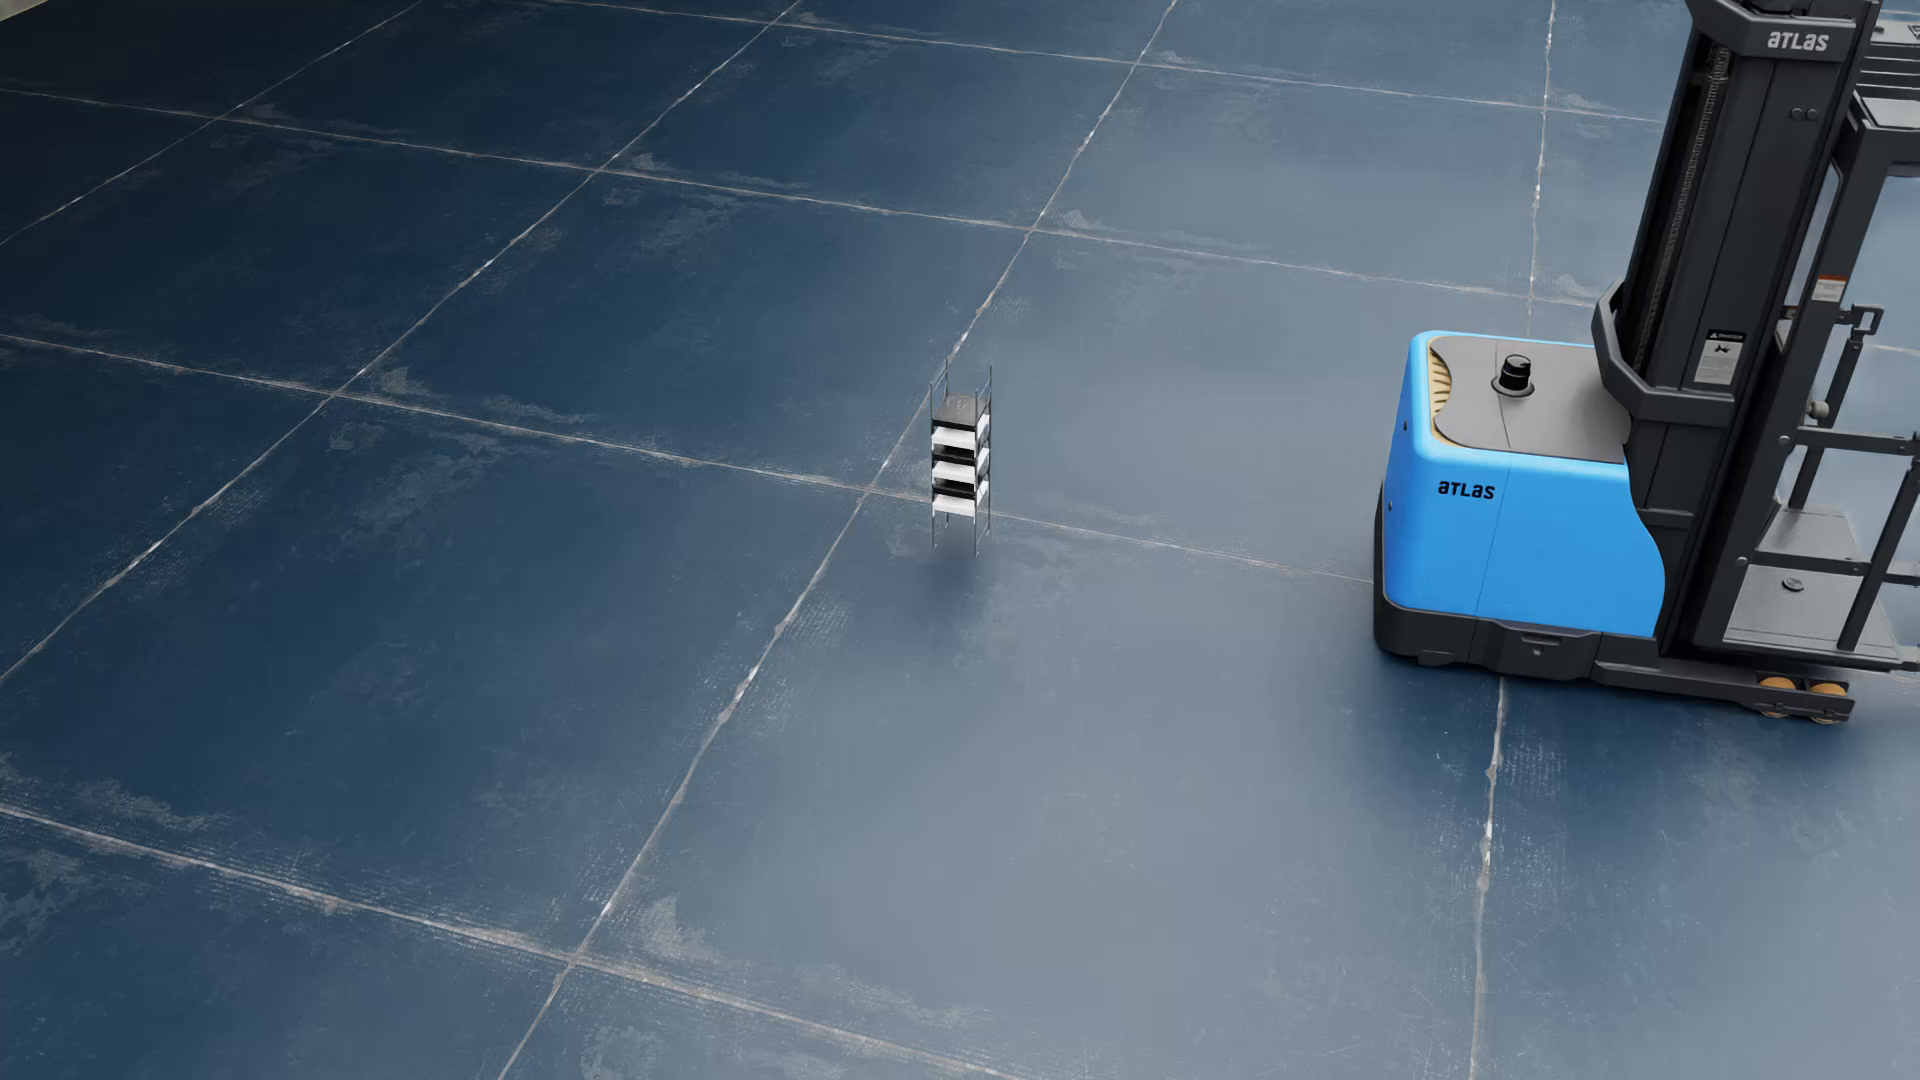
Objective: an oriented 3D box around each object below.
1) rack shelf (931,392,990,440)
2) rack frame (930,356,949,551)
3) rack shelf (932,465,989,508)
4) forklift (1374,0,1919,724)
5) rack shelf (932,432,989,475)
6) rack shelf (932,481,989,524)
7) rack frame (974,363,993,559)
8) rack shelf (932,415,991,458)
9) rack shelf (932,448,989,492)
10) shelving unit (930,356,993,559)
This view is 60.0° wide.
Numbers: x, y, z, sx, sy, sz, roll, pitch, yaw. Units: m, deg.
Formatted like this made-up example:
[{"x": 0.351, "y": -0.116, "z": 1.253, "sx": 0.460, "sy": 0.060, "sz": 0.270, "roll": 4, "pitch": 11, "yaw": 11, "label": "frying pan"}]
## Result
[{"x": 0.008, "y": -0.552, "z": 7.341, "sx": 0.200, "sy": 0.077, "sz": 0.258, "roll": 10, "pitch": 38, "yaw": 14, "label": "rack shelf"}, {"x": -0.089, "y": -0.379, "z": 7.506, "sx": 0.006, "sy": 0.900, "sz": 0.240, "roll": 10, "pitch": 38, "yaw": 14, "label": "rack frame"}, {"x": 0.008, "y": -0.262, "z": 7.554, "sx": 0.200, "sy": 0.077, "sz": 0.258, "roll": 10, "pitch": 38, "yaw": 14, "label": "rack shelf"}, {"x": 3.329, "y": -0.780, "z": 6.338, "sx": 3.031, "sy": 2.935, "sz": 1.130, "roll": 7, "pitch": 37, "yaw": 9, "label": "forklift"}, {"x": 0.008, "y": -0.407, "z": 7.448, "sx": 0.200, "sy": 0.077, "sz": 0.258, "roll": 10, "pitch": 38, "yaw": 14, "label": "rack shelf"}, {"x": 0.008, "y": -0.189, "z": 7.608, "sx": 0.200, "sy": 0.077, "sz": 0.258, "roll": 10, "pitch": 38, "yaw": 14, "label": "rack shelf"}, {"x": 0.105, "y": -0.343, "z": 7.457, "sx": 0.006, "sy": 0.900, "sz": 0.240, "roll": 10, "pitch": 38, "yaw": 14, "label": "rack frame"}, {"x": 0.008, "y": -0.479, "z": 7.394, "sx": 0.200, "sy": 0.077, "sz": 0.258, "roll": 10, "pitch": 38, "yaw": 14, "label": "rack shelf"}, {"x": 0.008, "y": -0.334, "z": 7.501, "sx": 0.200, "sy": 0.077, "sz": 0.258, "roll": 10, "pitch": 38, "yaw": 14, "label": "rack shelf"}, {"x": 0.008, "y": -0.361, "z": 7.481, "sx": 0.210, "sy": 0.900, "sz": 0.258, "roll": 10, "pitch": 38, "yaw": 14, "label": "shelving unit"}]
